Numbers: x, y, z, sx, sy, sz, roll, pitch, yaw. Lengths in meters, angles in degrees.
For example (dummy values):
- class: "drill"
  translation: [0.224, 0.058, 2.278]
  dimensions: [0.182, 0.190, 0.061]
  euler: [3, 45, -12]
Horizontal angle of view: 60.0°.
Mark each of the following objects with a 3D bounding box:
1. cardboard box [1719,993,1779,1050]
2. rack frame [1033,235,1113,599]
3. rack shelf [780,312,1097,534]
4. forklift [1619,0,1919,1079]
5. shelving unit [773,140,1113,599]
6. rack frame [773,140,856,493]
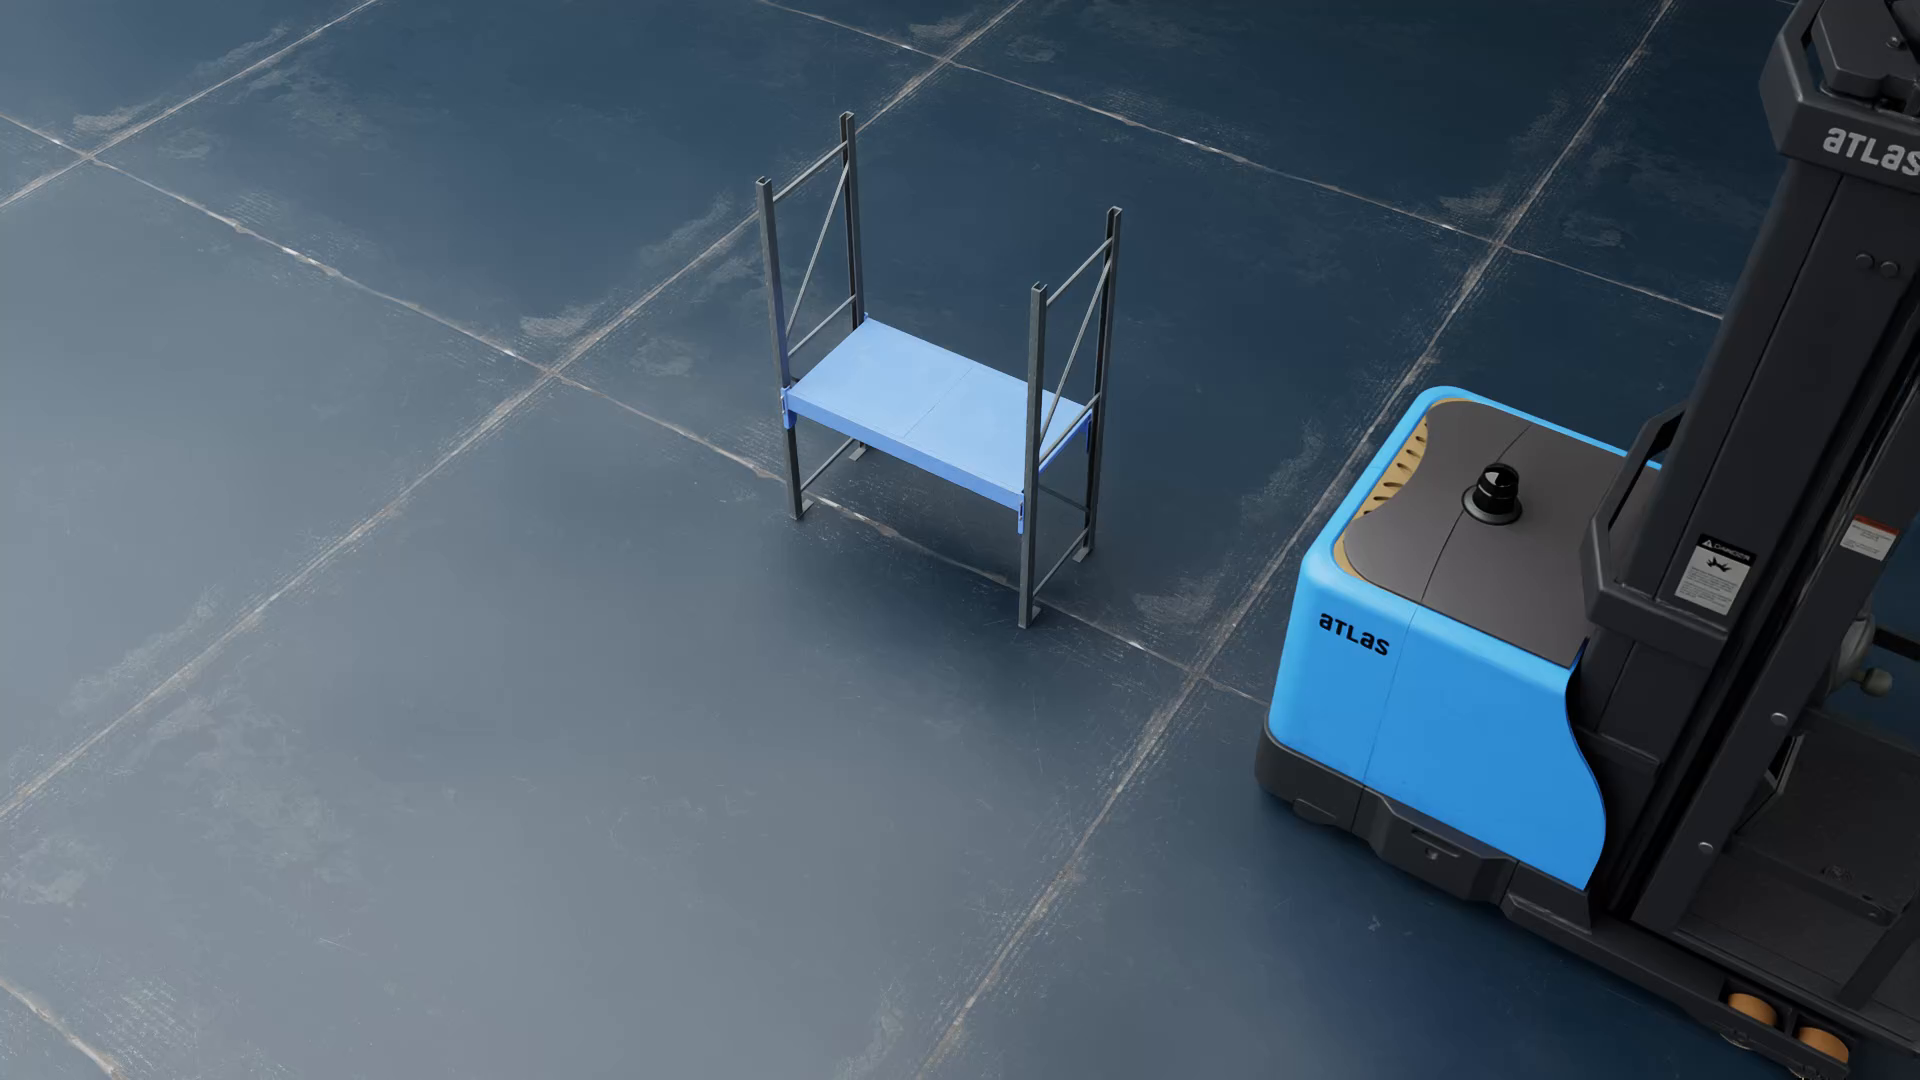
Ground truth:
- class: "cardboard box"
  translation: [2.268, 1.387, 4.793]
  dimensions: [0.160, 0.156, 0.130]
  euler: [24, 50, 21]
- class: "rack frame"
  translation: [0.355, -0.358, 5.552]
  dimensions: [0.013, 1.308, 0.475]
  euler: [25, 51, 22]
- class: "rack shelf"
  translation: [-0.072, -0.430, 5.873]
  dimensions: [1.000, 0.185, 0.538]
  euler: [25, 51, 22]
- class: "forklift"
  translation: [2.468, 0.090, 4.119]
  dimensions: [3.031, 2.935, 1.121]
  euler: [25, 51, 23]
- class: "shelving unit"
  translation: [-0.072, -0.556, 5.744]
  dimensions: [1.030, 1.308, 0.538]
  euler: [25, 51, 22]
- class: "rack frame"
  translation: [-0.501, -0.752, 5.934]
  dimensions: [0.013, 1.308, 0.475]
  euler: [25, 51, 22]
